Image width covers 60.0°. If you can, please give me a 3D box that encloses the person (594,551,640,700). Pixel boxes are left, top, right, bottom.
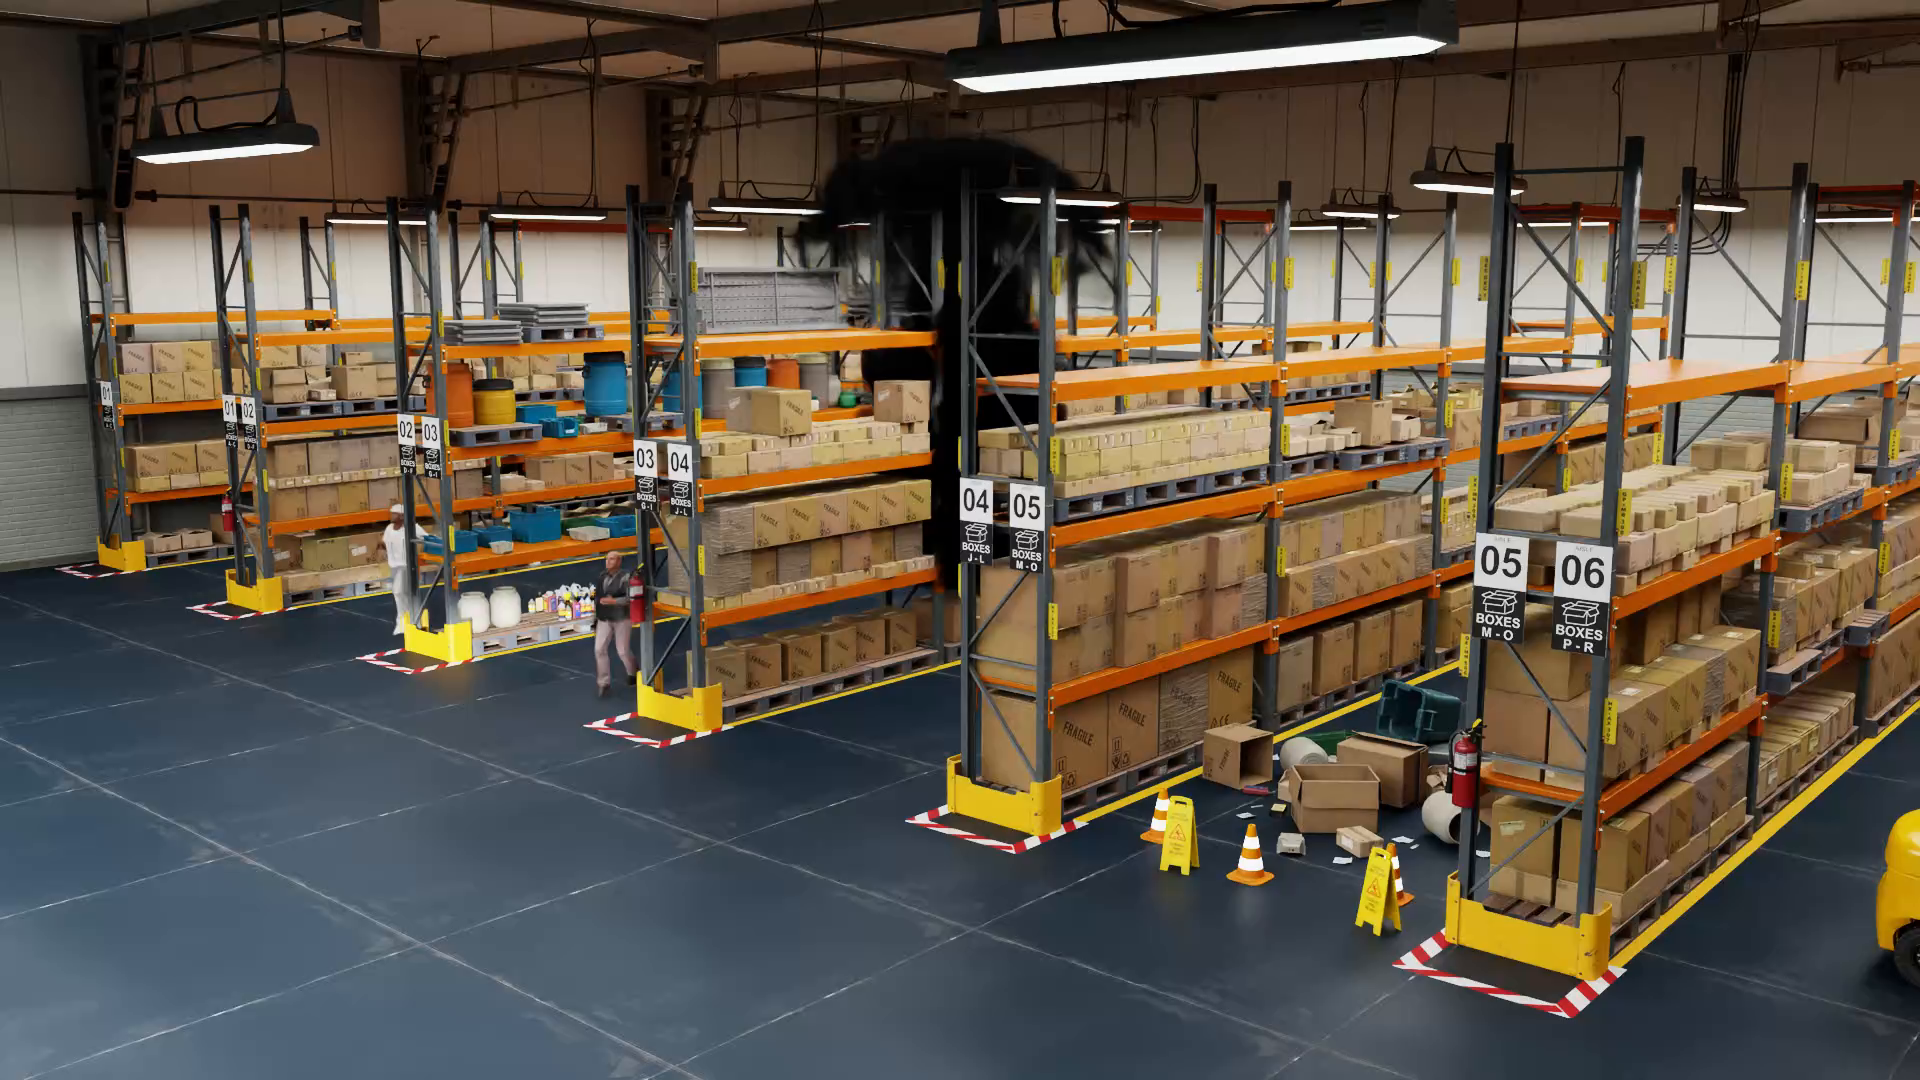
[{"bbox_3d":[-4.153,1.010,20.042,0.641,1.778,0.756,4,10,20],"label":"person"}]

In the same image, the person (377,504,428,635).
[{"bbox_3d":[-7.901,0.398,23.590,0.684,1.847,0.725,6,11,31],"label":"person"}]
